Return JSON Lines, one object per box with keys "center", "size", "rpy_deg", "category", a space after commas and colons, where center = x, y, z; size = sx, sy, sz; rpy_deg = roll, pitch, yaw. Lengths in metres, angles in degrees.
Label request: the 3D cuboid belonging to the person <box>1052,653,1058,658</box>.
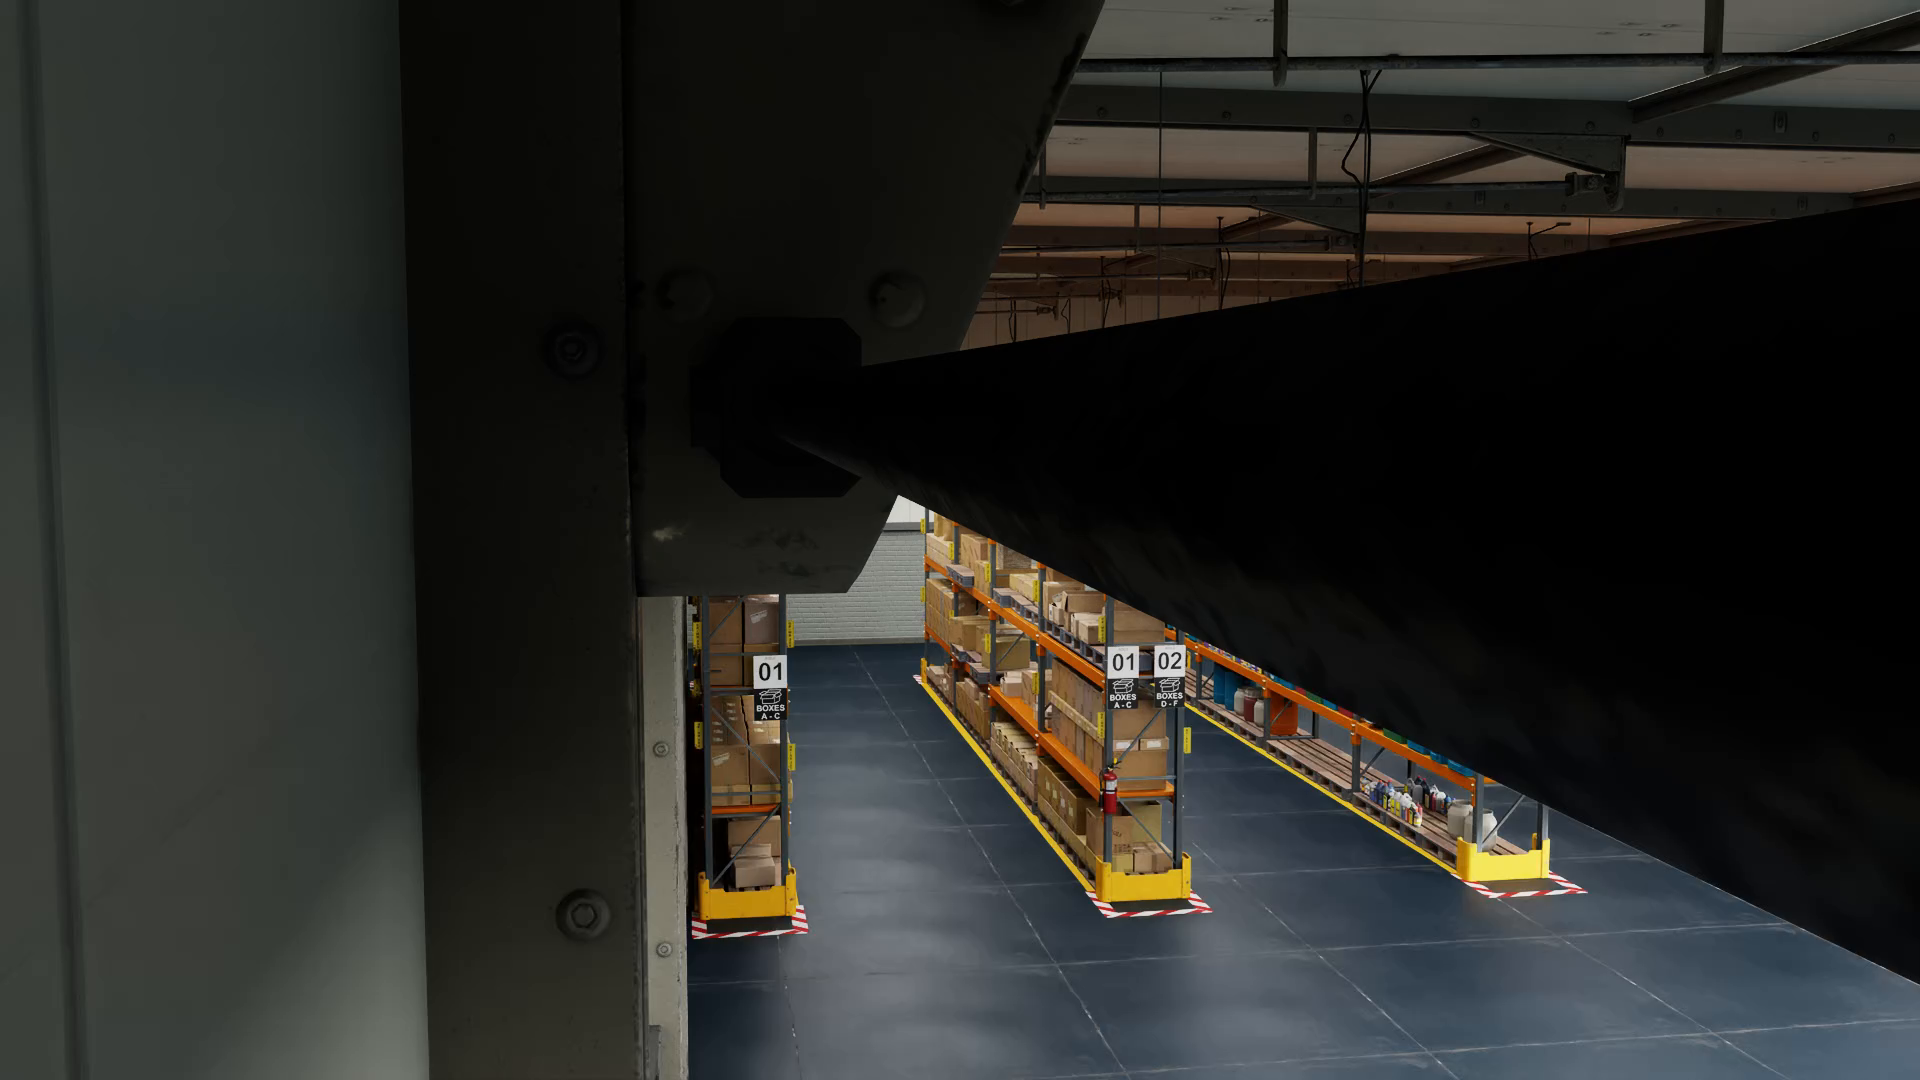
{"center": [2.104, 2.399, 34.656], "size": [0.682, 1.779, 0.907], "rpy_deg": [-3, 6, -28], "category": "person"}
